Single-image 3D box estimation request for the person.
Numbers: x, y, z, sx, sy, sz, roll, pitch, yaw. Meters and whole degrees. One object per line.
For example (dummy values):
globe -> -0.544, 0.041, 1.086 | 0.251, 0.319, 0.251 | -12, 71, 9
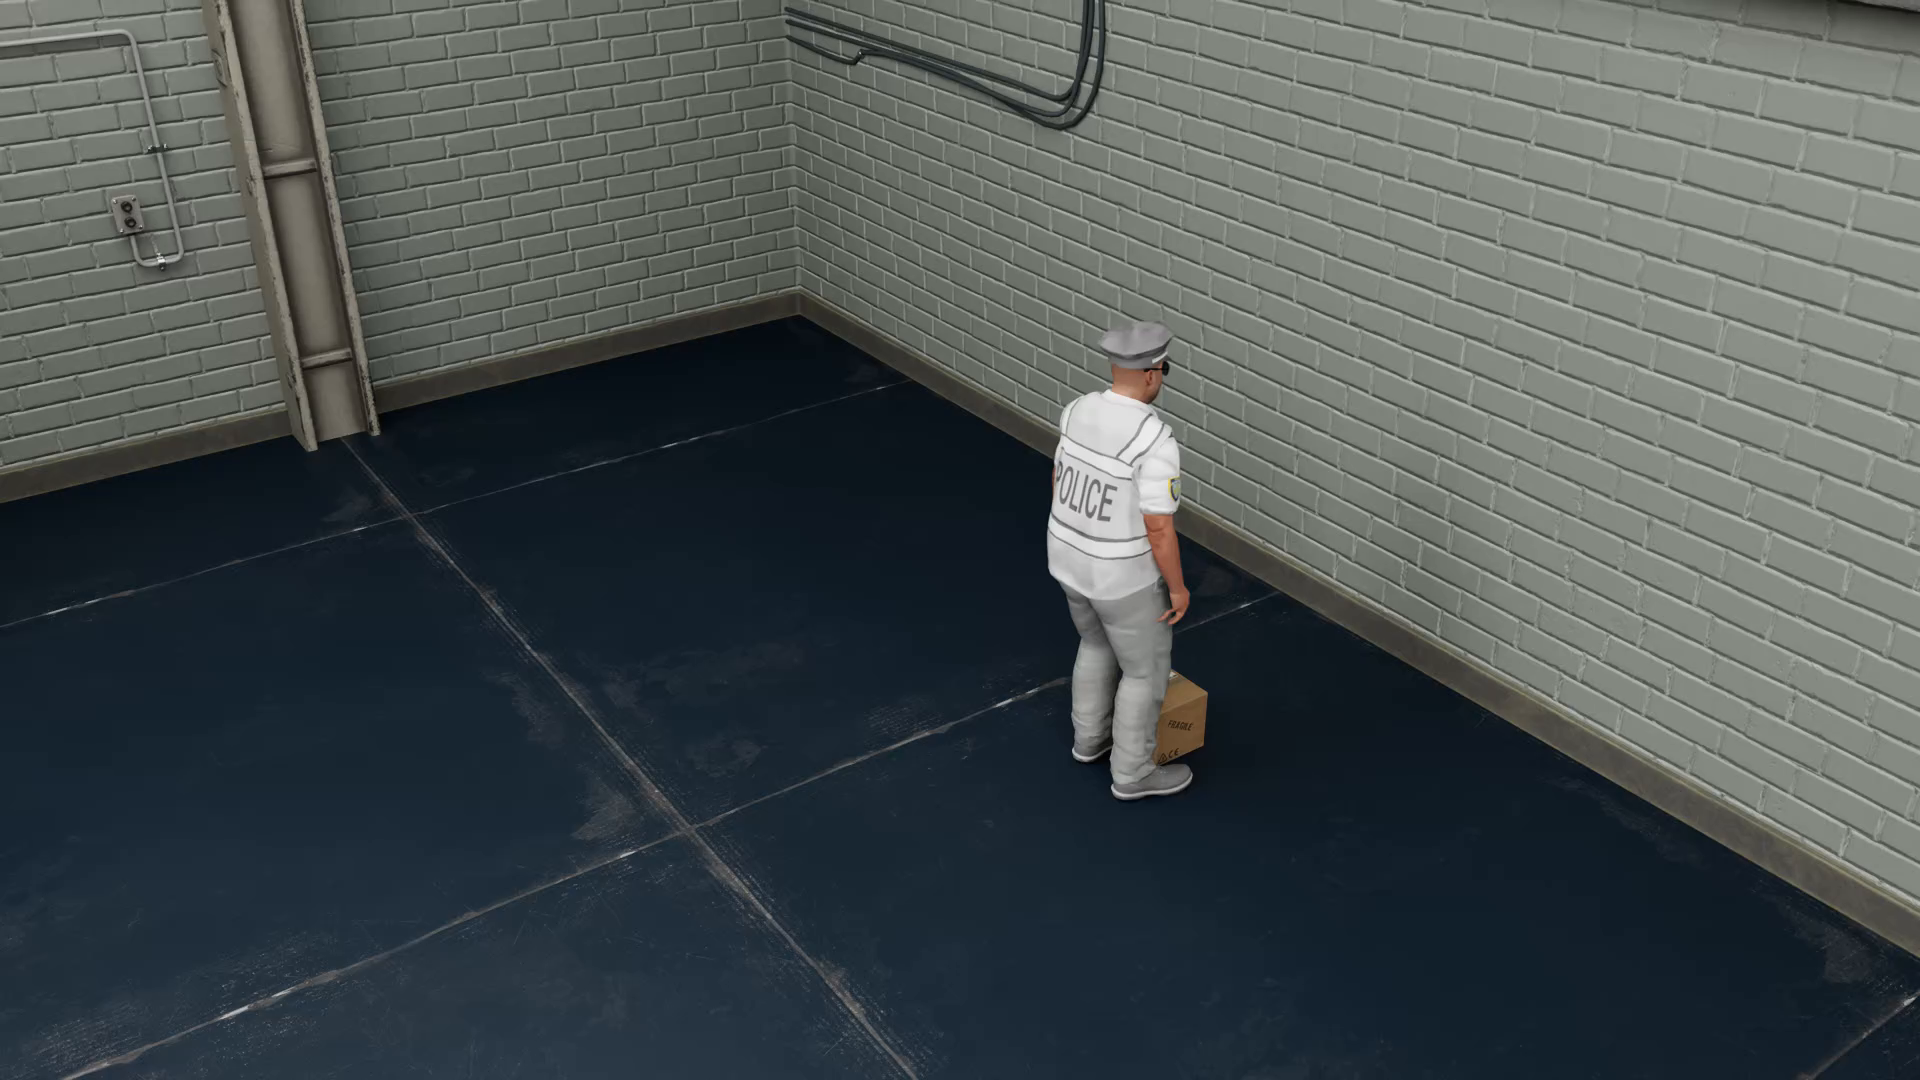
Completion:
person -> 0.568, 0.087, 5.952 | 0.470, 1.750, 0.603 | -20, 34, -33
